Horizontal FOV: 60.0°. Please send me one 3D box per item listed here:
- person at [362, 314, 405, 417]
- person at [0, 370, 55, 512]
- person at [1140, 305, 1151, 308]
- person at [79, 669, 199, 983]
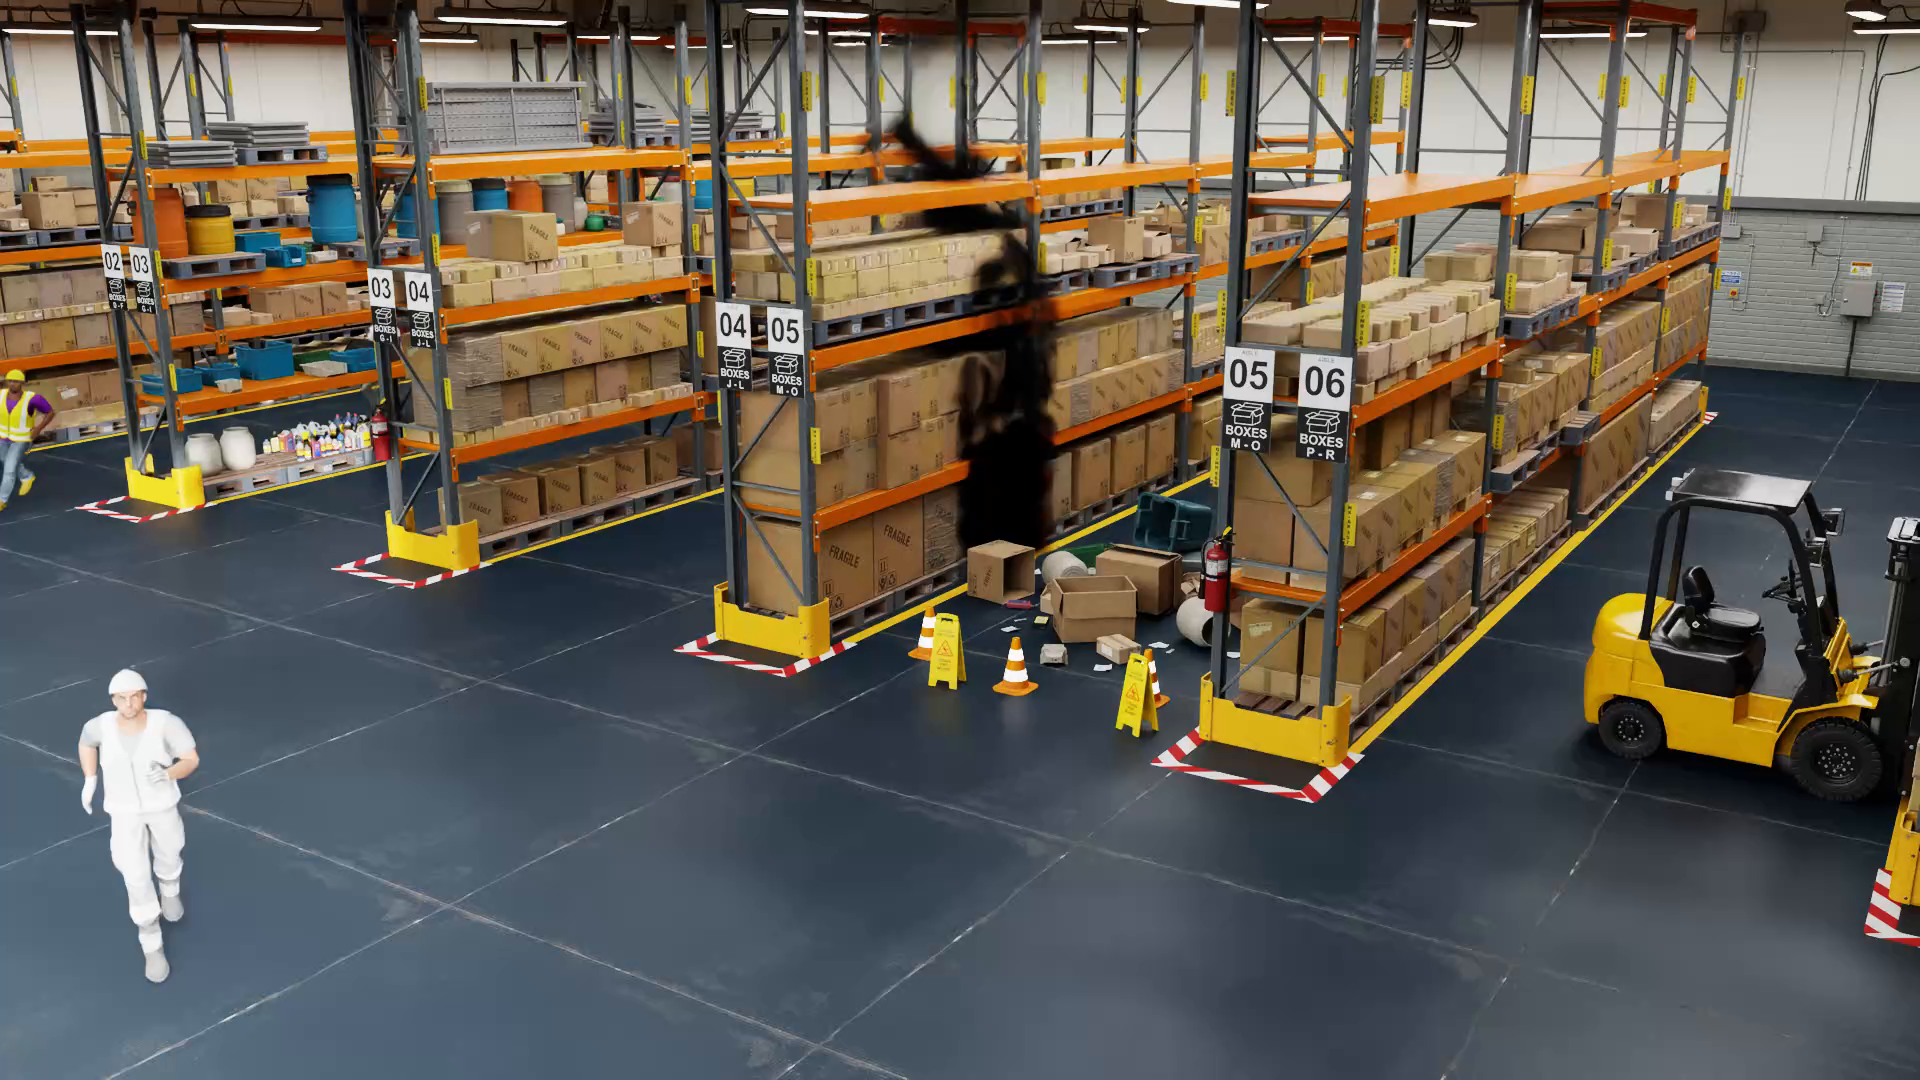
[{"bbox_3d":[-8.885,-2.652,25.480,0.671,1.801,0.728,7,17,24],"label":"person"},{"bbox_3d":[-11.600,-1.264,20.563,0.702,1.729,0.927,1,16,5],"label":"person"},{"bbox_3d":[2.853,-2.757,25.739,0.664,1.764,0.991,12,19,36],"label":"person"},{"bbox_3d":[-4.886,1.618,9.971,0.654,1.814,0.938,-7,17,-25],"label":"person"}]
